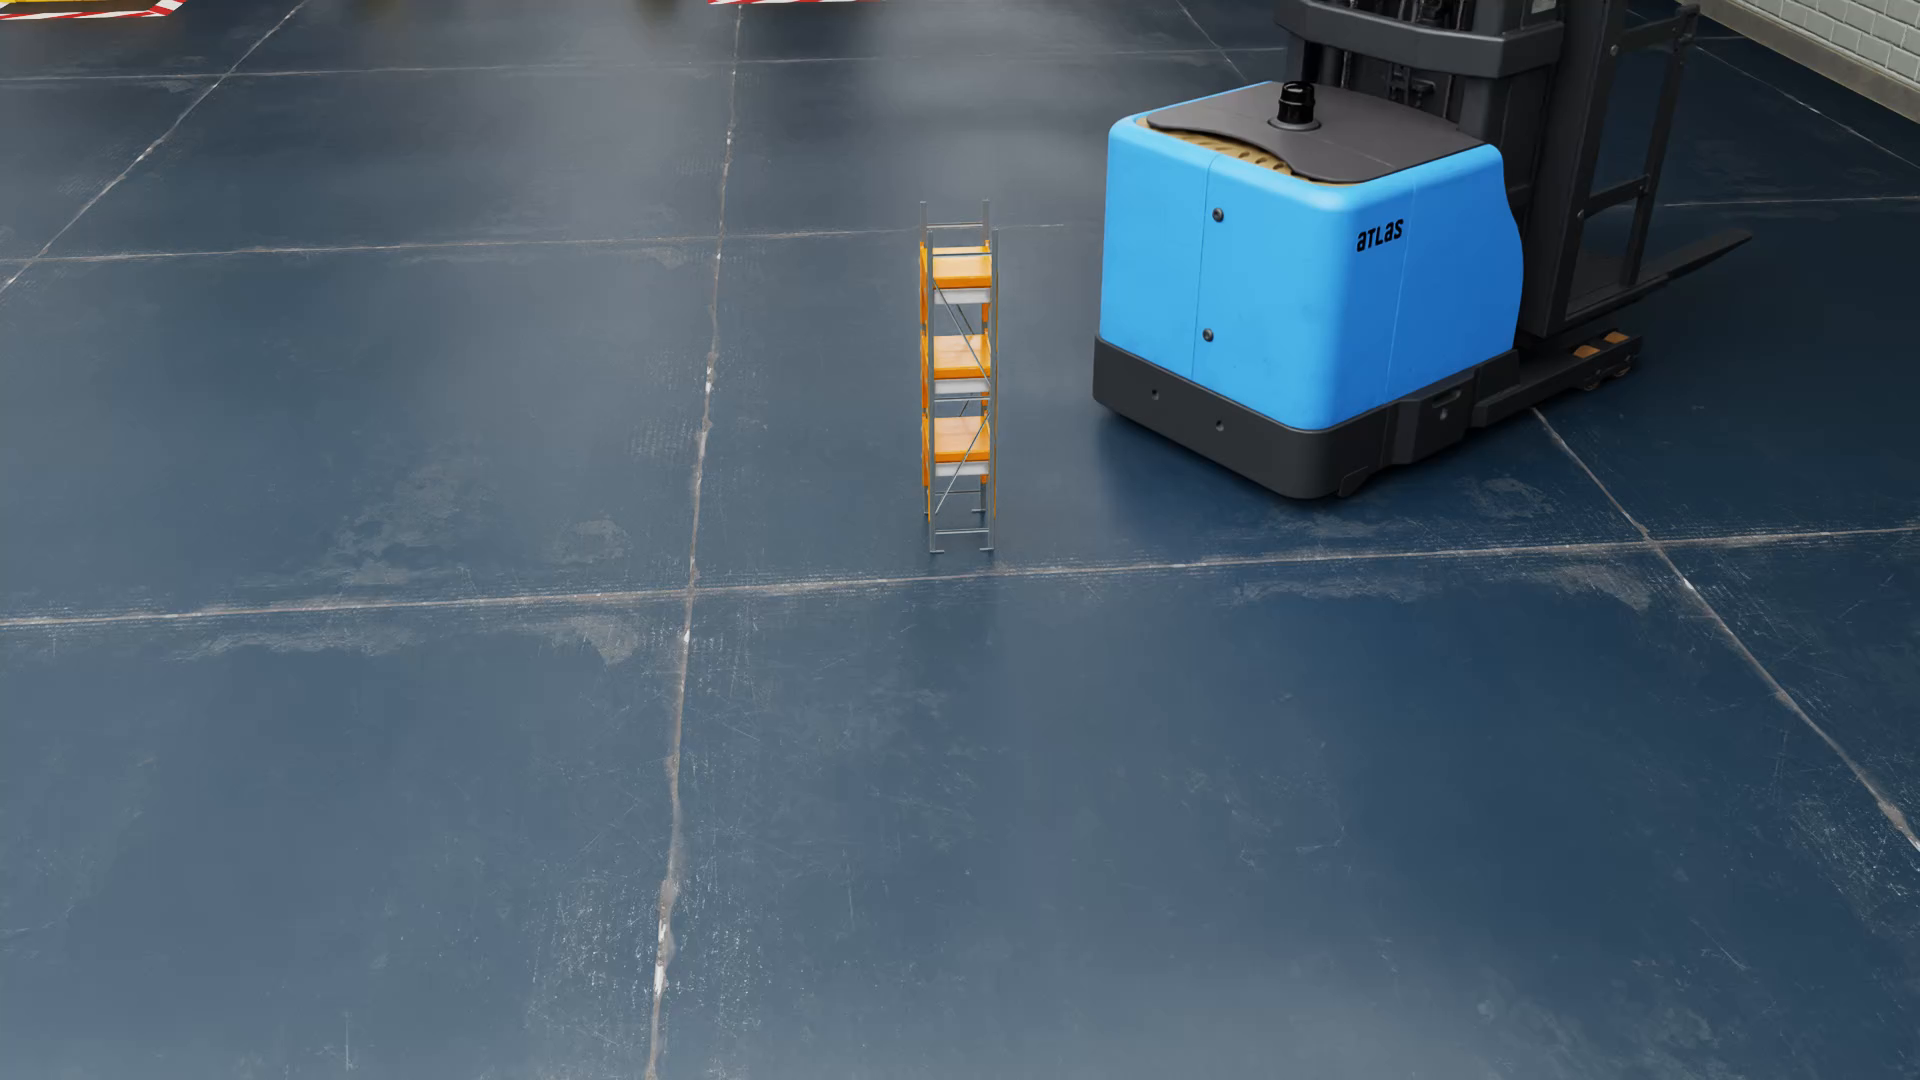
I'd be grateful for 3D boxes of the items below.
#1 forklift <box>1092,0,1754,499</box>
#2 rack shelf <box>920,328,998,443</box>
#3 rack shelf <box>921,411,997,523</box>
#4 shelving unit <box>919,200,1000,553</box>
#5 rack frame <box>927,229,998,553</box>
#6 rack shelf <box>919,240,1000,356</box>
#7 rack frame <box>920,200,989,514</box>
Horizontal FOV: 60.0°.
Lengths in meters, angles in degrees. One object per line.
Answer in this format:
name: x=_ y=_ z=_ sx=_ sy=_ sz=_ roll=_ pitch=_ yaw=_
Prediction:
forklift: x=1.942 y=-2.001 z=5.742 sx=3.031 sy=2.935 sz=1.130 roll=-22 pitch=37 yaw=-33
rack shelf: x=-0.005 y=-0.469 z=5.032 sx=0.215 sy=0.259 sz=0.240 roll=-3 pitch=31 yaw=-5
rack shelf: x=-0.005 y=-0.230 z=5.174 sx=0.215 sy=0.259 sz=0.240 roll=-3 pitch=31 yaw=-5
shelving unit: x=-0.005 y=-0.478 z=5.027 sx=0.215 sy=1.050 sz=0.252 roll=-3 pitch=31 yaw=-5
rack frame: x=0.006 y=-0.416 z=4.922 sx=0.200 sy=1.050 sz=0.008 roll=-3 pitch=31 yaw=-5
rack shelf: x=-0.005 y=-0.713 z=4.886 sx=0.215 sy=0.259 sz=0.240 roll=-3 pitch=31 yaw=-5
rack frame: x=-0.016 y=-0.540 z=5.131 sx=0.200 sy=1.050 sz=0.008 roll=-3 pitch=31 yaw=-5
